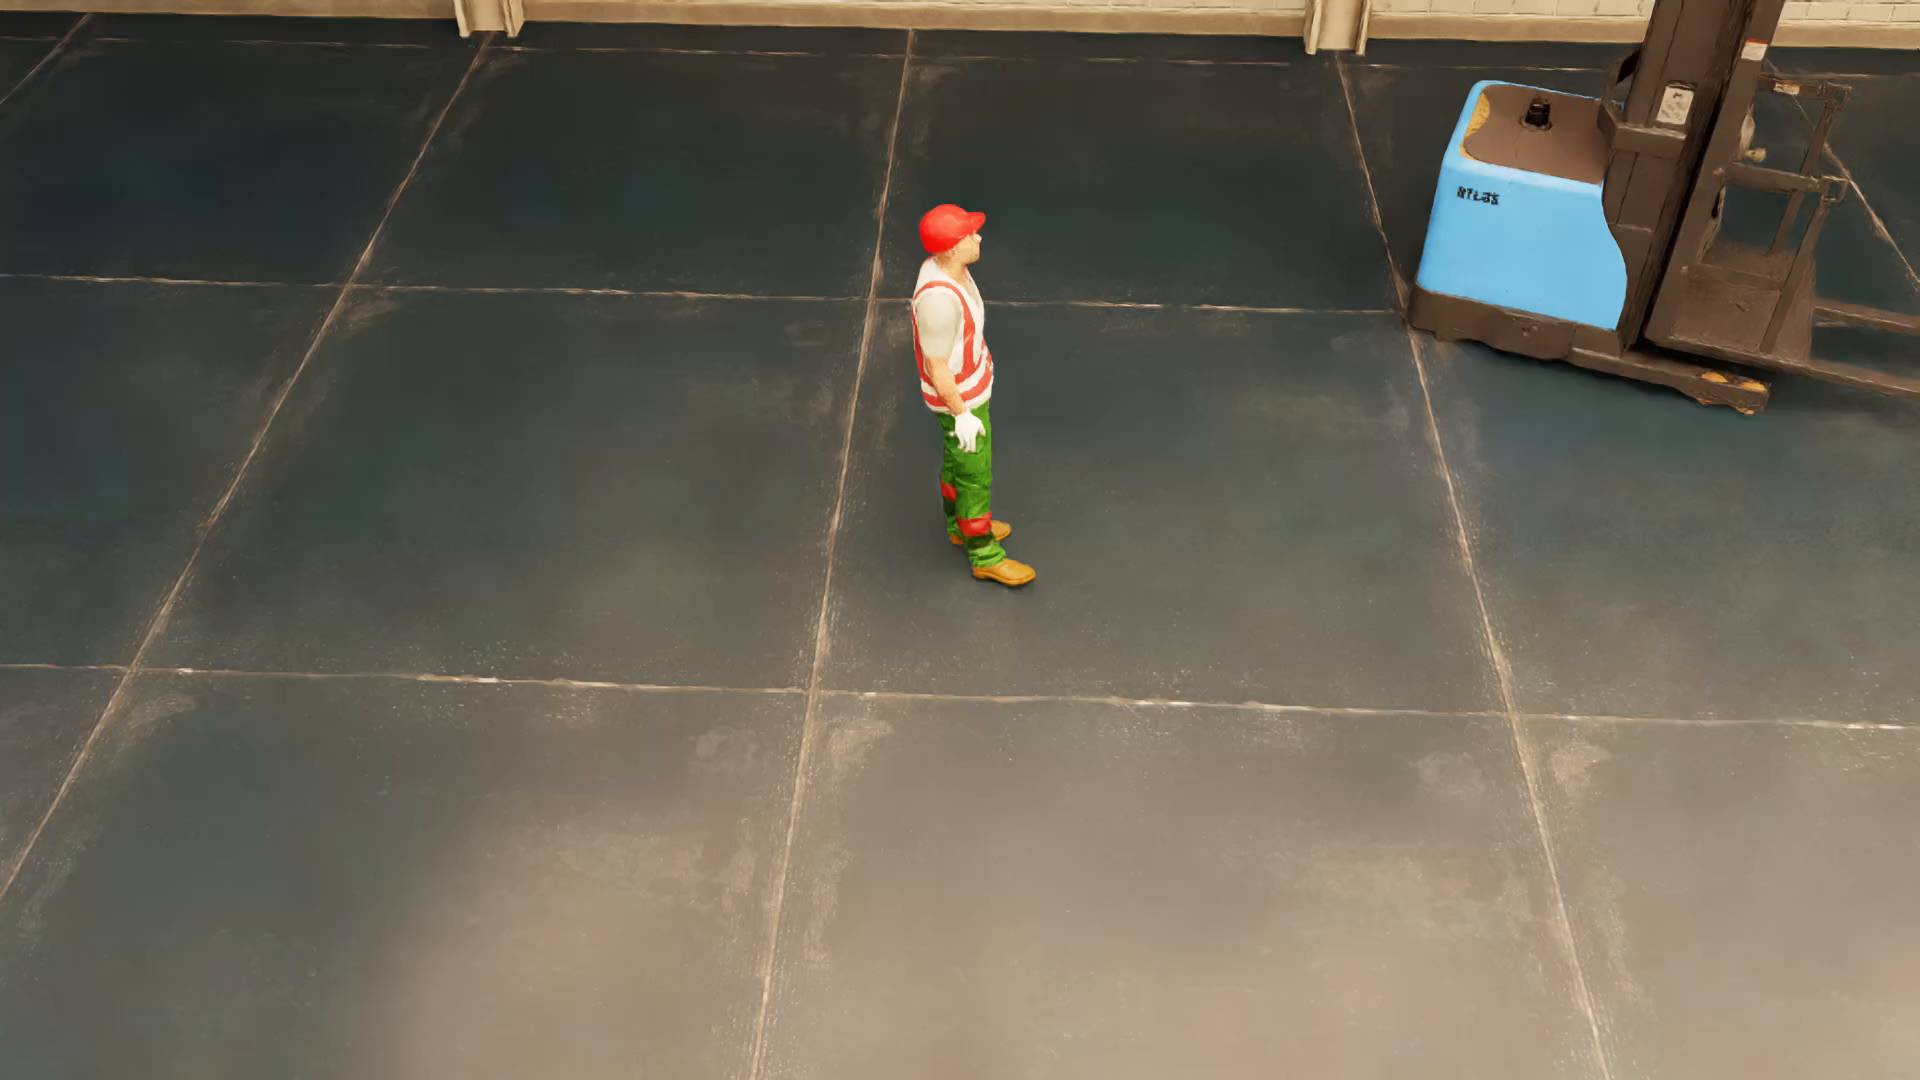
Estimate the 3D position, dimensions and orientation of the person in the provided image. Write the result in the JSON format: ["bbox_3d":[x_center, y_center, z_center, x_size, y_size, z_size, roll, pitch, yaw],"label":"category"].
[{"bbox_3d":[0.080,-0.656,7.297,0.563,1.787,0.637,2,42,2],"label":"person"}]

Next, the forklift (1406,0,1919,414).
[{"bbox_3d":[4.024,-2.146,8.094,3.031,2.935,1.130,16,45,16],"label":"forklift"}]
